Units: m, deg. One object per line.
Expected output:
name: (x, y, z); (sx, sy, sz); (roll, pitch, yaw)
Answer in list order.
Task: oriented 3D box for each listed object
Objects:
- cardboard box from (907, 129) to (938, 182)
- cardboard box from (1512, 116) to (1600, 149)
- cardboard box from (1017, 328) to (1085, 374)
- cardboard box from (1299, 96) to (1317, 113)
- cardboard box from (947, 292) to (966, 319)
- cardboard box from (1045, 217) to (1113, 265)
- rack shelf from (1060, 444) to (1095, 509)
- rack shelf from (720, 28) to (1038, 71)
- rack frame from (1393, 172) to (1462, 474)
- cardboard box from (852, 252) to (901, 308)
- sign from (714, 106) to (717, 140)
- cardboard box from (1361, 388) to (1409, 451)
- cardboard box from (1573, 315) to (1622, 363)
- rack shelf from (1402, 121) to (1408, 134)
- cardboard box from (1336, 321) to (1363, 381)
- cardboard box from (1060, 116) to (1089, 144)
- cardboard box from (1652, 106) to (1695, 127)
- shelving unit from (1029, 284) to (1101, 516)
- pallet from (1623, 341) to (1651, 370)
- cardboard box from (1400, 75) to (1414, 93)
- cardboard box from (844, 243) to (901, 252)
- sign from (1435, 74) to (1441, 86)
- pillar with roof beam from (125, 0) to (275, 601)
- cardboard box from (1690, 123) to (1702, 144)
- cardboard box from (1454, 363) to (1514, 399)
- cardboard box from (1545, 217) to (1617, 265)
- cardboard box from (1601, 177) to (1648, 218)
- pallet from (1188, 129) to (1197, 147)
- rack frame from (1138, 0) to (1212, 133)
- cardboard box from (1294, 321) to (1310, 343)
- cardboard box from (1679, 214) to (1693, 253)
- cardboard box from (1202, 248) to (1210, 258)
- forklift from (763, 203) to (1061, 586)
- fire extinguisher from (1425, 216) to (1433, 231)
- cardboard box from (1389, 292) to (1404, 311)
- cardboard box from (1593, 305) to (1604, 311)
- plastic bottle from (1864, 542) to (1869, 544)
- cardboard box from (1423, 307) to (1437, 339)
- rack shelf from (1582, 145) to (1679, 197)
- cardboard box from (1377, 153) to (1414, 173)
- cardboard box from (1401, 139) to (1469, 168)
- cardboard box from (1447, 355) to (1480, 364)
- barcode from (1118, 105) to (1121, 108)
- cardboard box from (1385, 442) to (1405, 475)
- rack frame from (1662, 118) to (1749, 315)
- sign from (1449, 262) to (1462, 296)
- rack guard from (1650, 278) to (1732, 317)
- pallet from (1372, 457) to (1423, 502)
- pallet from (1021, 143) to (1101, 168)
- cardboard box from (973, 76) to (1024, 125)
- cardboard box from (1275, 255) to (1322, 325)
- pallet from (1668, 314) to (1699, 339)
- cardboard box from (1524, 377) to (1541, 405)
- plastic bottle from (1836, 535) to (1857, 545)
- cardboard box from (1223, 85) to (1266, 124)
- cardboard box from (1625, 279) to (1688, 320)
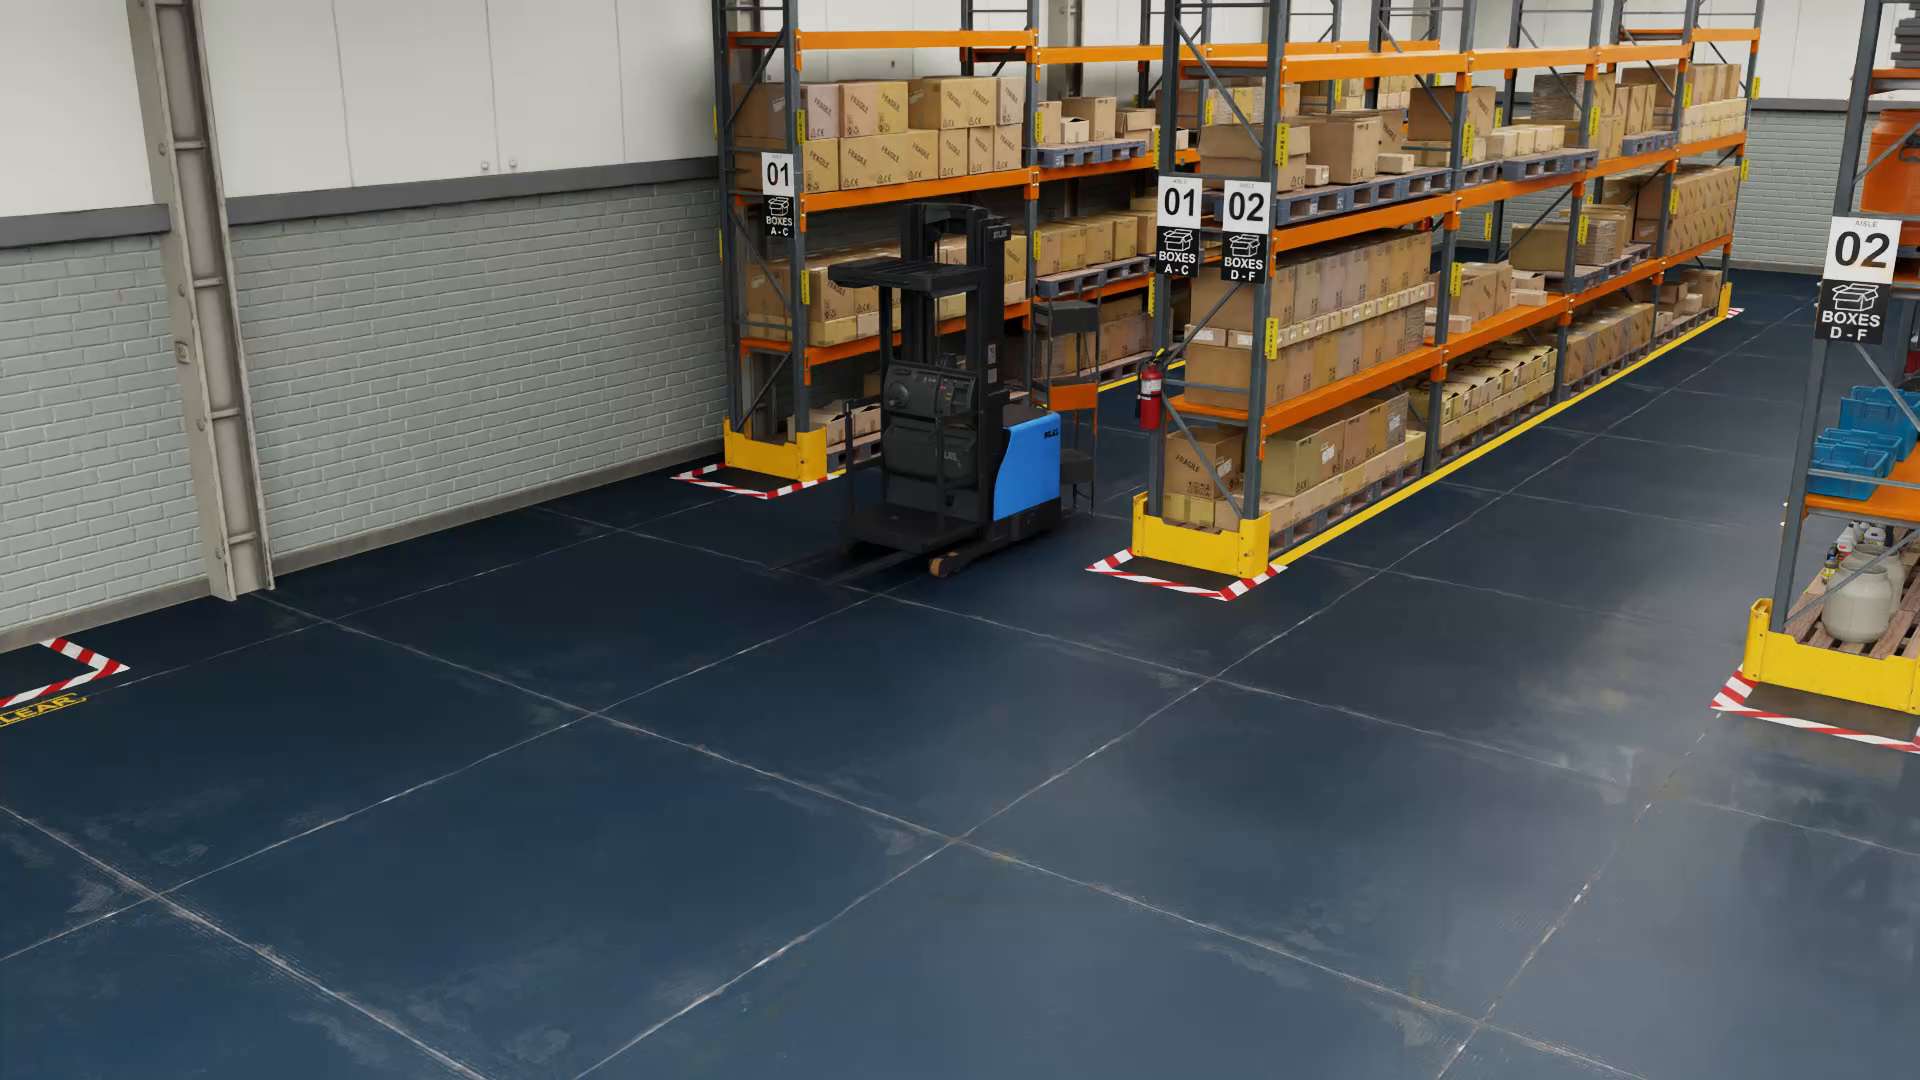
cardboard box: (-0.580, -4.033, 17.413); (0.500, 0.500, 0.500); (14, 22, 38)
cardboard box: (7.043, -4.751, 19.760); (0.910, 0.500, 0.500); (12, 21, 35)
cardboard box: (1.139, -2.410, 20.918); (0.700, 0.500, 0.500); (12, 21, 34)
cardboard box: (5.432, -6.802, 25.908); (0.500, 0.250, 0.500); (13, 21, 35)
cardboard box: (-0.183, -2.615, 18.326); (0.500, 0.250, 0.500); (12, 21, 34)
cardboard box: (1.483, -3.750, 20.852); (0.700, 0.500, 0.500); (16, 24, 42)
rack shelf: (0.941, -0.566, 15.427); (0.480, 0.518, 0.431); (-7, 19, -23)
rack shelf: (-0.745, -5.127, 17.298); (1.077, 0.370, 4.000); (12, 21, 35)
rack frame: (4.427, -2.209, 16.798); (1.000, 3.000, 0.127); (12, 21, 35)
cardboard box: (-0.796, -2.725, 17.415); (0.500, 0.500, 0.500); (12, 21, 33)
sign: (-2.371, -4.089, 16.301); (0.100, 0.325, 0.005); (12, 21, 35)
cardboard box: (4.019, -1.188, 16.175); (0.500, 0.500, 0.500); (12, 21, 35)
cardboard box: (8.228, -2.605, 21.548); (0.500, 0.500, 0.500); (12, 21, 33)
rack shelf: (6.405, -6.554, 26.946); (1.077, 0.370, 4.000); (12, 21, 35)
cardboard box: (3.252, -1.782, 15.255); (0.700, 0.500, 0.500); (13, 22, 36)
cardboard box: (1.203, -4.936, 19.966); (0.500, 0.311, 0.500); (13, 22, 36)
cardboard box: (9.683, -5.786, 22.669); (0.500, 0.250, 0.500); (12, 21, 35)
shelving unit: (0.943, -1.247, 15.213); (0.503, 2.100, 0.431); (-7, 19, -23)
pallet: (8.739, -2.582, 22.702); (1.003, 0.211, 1.213); (12, 21, 35)
cardboard box: (7.072, -7.569, 27.113); (0.500, 0.500, 0.500); (13, 22, 36)
cardboard box: (-0.914, -2.938, 18.102); (0.500, 0.500, 0.500); (13, 21, 35)
sign: (8.024, -7.660, 27.934); (0.100, 0.325, 0.005); (12, 21, 35)
pillar with roof beam: (-2.332, -3.125, 9.634); (9.100, 9.000, 0.400); (12, 21, 35)
cardboard box: (9.983, -5.665, 23.125); (0.500, 0.250, 0.500); (12, 21, 35)
cardboard box: (5.788, -1.785, 18.415); (0.500, 0.311, 0.500); (13, 22, 36)
cardboard box: (7.793, -3.764, 20.929); (0.500, 0.500, 0.700); (-15, 23, -40)
cardboard box: (9.287, -4.805, 23.306); (0.500, 0.500, 0.500); (13, 21, 35)
pallet: (3.171, -5.541, 22.789); (1.213, 0.211, 1.003); (14, 22, 37)
rack frame: (2.830, -6.901, 21.792); (1.000, 3.000, 0.127); (12, 21, 35)
cardboard box: (2.755, -1.791, 14.192); (0.380, 0.149, 0.250); (13, 21, 35)
cardboard box: (10.019, -4.358, 23.549); (0.500, 0.500, 0.500); (13, 21, 36)
cardboard box: (3.212, -3.963, 22.837); (0.380, 0.149, 0.250); (12, 21, 34)
forklift: (-0.386, -1.252, 13.833); (1.130, 2.935, 3.031); (13, 21, 36)
fire extinguisher: (8.057, -5.681, 28.738); (0.296, 0.674, 0.183); (12, 21, 35)
cardboard box: (3.978, -2.279, 15.764); (0.380, 0.149, 0.250); (12, 21, 35)
cardboard box: (8.401, -2.929, 22.592); (0.500, 0.500, 0.500); (13, 21, 35)
plastic bottle: (7.235, 0.114, 13.295); (0.097, 0.201, 0.097); (0, 17, 0)
cardboard box: (4.685, -2.262, 17.223); (0.500, 0.250, 0.500); (14, 22, 38)
rack shelf: (8.002, -4.727, 21.062); (1.077, 0.370, 4.000); (12, 21, 35)
cardboard box: (3.928, -3.453, 15.227); (0.380, 0.149, 0.250); (12, 21, 35)
cardboard box: (4.802, -3.915, 16.780); (0.500, 0.250, 0.500); (15, 23, 40)
cardboard box: (5.650, -1.996, 19.096); (0.500, 0.311, 0.500); (12, 21, 33)
barcode: (2.125, -5.764, 22.179); (0.001, 0.075, 0.075); (12, 21, 35)
cardboard box: (4.020, -0.830, 16.286); (0.500, 0.250, 0.500); (12, 21, 35)
rack frame: (11.577, -5.067, 26.002); (1.000, 3.000, 0.127); (12, 21, 35)
sign: (4.873, -2.562, 16.343); (0.100, 0.325, 0.005); (12, 21, 35)
rack guard: (11.532, -3.855, 26.314); (1.175, 0.500, 0.348); (12, 21, 35)
pallet: (3.919, -0.695, 16.625); (1.003, 0.211, 1.213); (12, 21, 35)
pallet: (0.900, -4.554, 19.610); (1.213, 0.211, 1.003); (12, 21, 35)
cardboard box: (0.366, -4.883, 18.464); (0.500, 0.500, 0.500); (10, 20, 30)
cardboard box: (2.672, -2.171, 14.321); (0.700, 0.500, 0.500); (12, 21, 33)
pallet: (10.330, -3.237, 24.813); (1.003, 0.211, 1.213); (12, 21, 35)
cardboard box: (6.388, -1.757, 19.272); (0.500, 0.250, 0.500); (12, 21, 34)
plastic bottle: (7.016, 0.108, 13.190); (0.152, 0.276, 0.135); (12, 21, 33)
cardboard box: (3.971, -6.237, 23.801); (0.700, 0.500, 0.500); (12, 21, 35)
cardboard box: (10.309, -3.580, 24.683); (0.797, 0.503, 0.637); (12, 21, 35)
